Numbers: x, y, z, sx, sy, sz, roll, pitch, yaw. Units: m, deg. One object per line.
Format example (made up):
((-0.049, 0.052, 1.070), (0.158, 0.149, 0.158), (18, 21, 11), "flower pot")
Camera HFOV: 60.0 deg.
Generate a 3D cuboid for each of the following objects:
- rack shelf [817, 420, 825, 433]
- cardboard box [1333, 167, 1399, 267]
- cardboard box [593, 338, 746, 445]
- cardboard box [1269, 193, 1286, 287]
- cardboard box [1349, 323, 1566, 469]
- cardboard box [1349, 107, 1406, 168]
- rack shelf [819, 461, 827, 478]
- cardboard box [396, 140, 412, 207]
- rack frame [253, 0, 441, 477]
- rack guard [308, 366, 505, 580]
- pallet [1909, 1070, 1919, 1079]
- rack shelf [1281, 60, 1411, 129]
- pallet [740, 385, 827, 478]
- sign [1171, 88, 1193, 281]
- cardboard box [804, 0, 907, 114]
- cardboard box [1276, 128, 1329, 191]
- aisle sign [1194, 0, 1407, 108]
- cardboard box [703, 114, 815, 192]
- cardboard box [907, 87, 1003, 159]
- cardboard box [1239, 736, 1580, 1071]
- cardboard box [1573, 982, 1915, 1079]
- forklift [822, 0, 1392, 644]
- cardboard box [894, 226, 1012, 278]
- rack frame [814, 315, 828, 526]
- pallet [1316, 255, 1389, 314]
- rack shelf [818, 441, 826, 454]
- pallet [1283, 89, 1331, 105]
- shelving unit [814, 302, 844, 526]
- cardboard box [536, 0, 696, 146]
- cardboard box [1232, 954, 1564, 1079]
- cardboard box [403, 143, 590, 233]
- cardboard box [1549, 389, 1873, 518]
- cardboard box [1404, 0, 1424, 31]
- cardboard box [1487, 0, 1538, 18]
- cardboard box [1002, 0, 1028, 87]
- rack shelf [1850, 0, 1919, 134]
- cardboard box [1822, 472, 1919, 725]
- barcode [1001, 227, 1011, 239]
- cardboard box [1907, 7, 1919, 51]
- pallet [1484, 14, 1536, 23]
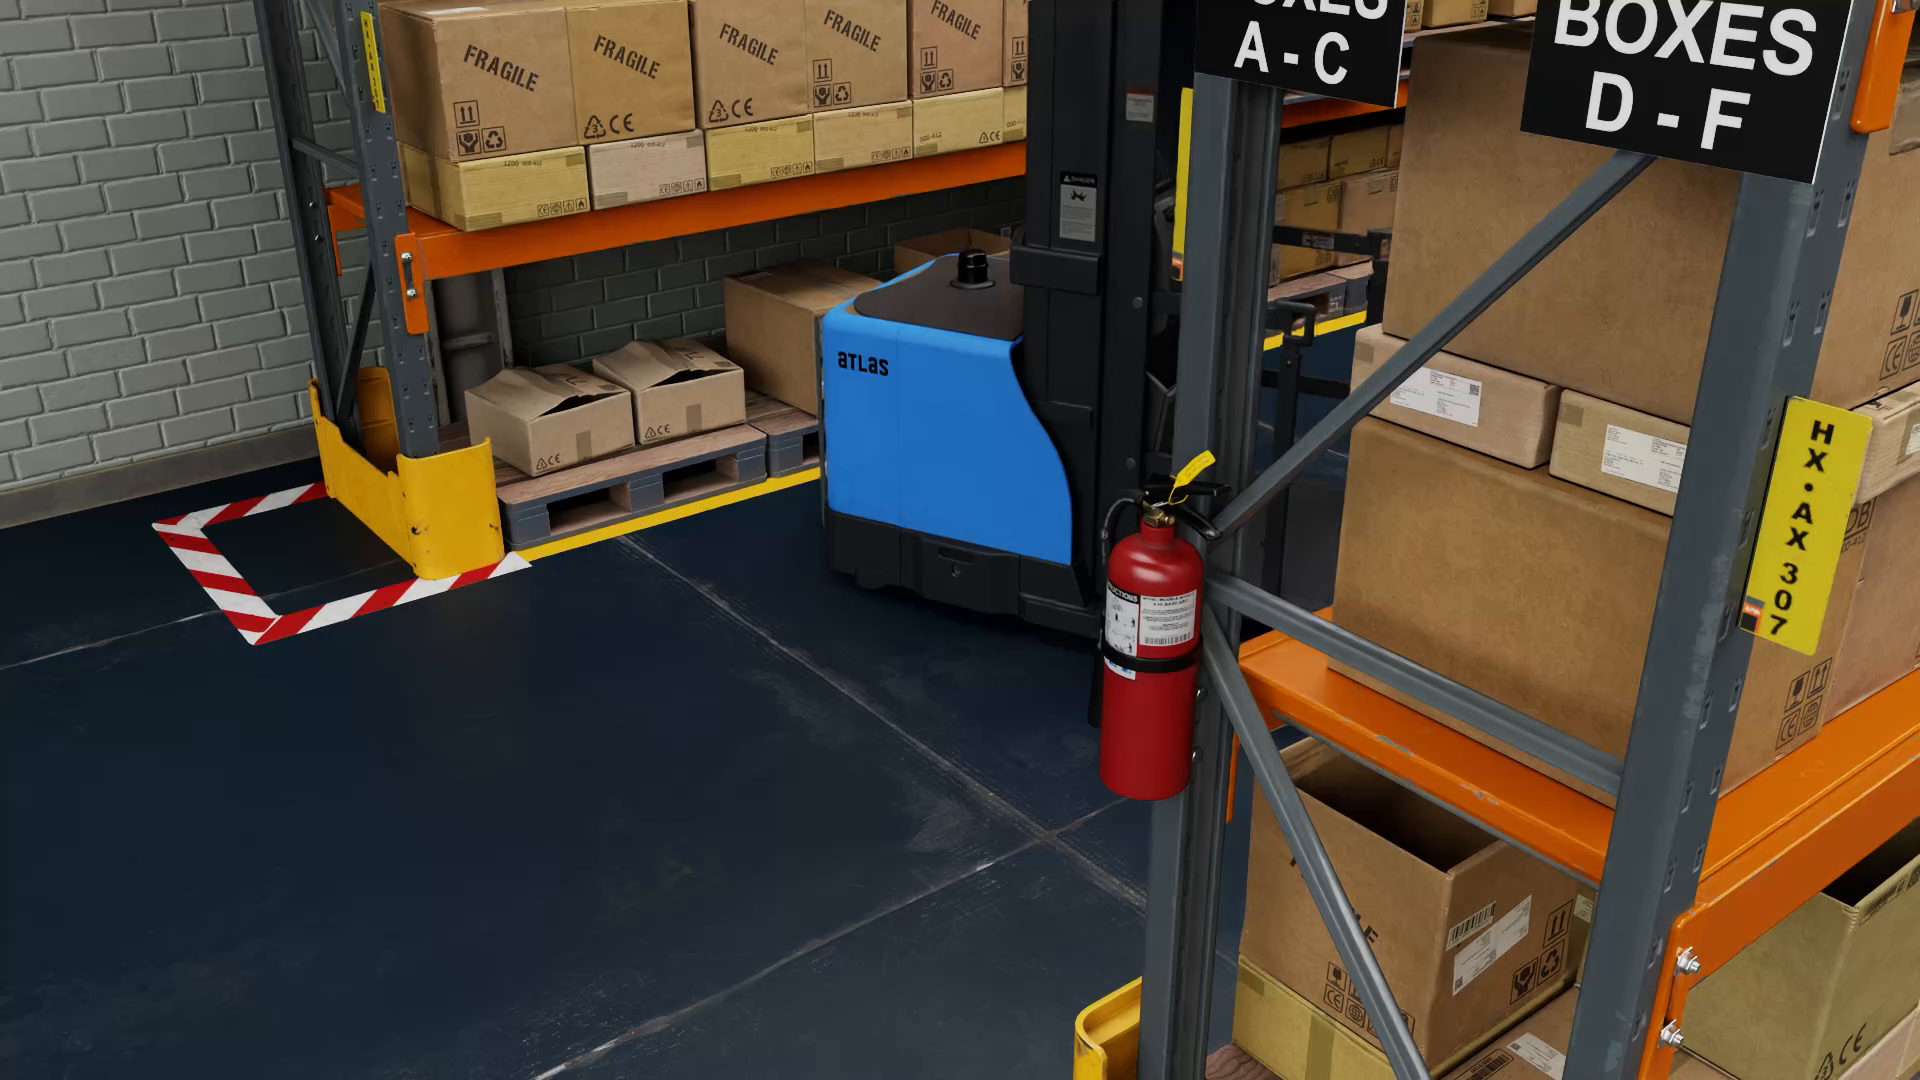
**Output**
((-0.415, -0.453, 6.734), (0.258, 0.077, 0.200), (13, 28, 26), "rack shelf")
((2.184, -1.984, 9.908), (0.500, 0.500, 0.700), (-18, 30, -33), "cardboard box")
((-1.286, -0.690, 7.345), (0.500, 0.311, 0.500), (-15, 29, -30), "cardboard box")
((1.382, -1.714, 9.326), (0.500, 0.500, 0.700), (-17, 30, -32), "cardboard box")
((0.908, -0.274, 2.888), (0.250, 0.149, 0.380), (-19, 31, -35), "cardboard box")
((2.537, -2.429, 9.977), (0.500, 0.250, 0.500), (-18, 31, -34), "cardboard box")
((-0.414, -0.289, 6.810), (0.258, 0.077, 0.200), (13, 28, 26), "rack shelf")
((-2.086, -1.539, 6.657), (0.500, 0.250, 0.500), (-18, 30, -33), "cardboard box")
((-2.335, -1.412, 6.229), (0.127, 3.000, 1.000), (-18, 31, -34), "rack frame")
((-2.275, -0.298, 6.798), (0.348, 0.500, 1.175), (-18, 31, -34), "rack guard")
((2.260, 0.965, 4.420), (1.213, 0.211, 1.003), (-18, 31, -34), "pallet")
((2.387, -2.644, 9.739), (4.000, 0.370, 1.077), (-18, 31, -34), "rack shelf")
((-0.654, -0.681, 7.968), (1.213, 0.211, 1.003), (-18, 31, -34), "pallet")
((0.401, -0.588, 2.797), (0.005, 0.325, 0.100), (-18, 31, -34), "sign")
((-0.569, -2.113, 7.003), (0.500, 0.500, 0.500), (-17, 30, -32), "cardboard box")
((1.726, -2.169, 9.417), (0.500, 0.250, 0.500), (-19, 31, -35), "cardboard box")
((0.492, -1.031, 2.321), (0.004, 0.787, 0.394), (-18, 31, -34), "aisle sign")
((-0.950, -1.645, 6.885), (0.500, 0.250, 0.500), (-19, 31, -35), "cardboard box")
((-0.156, -1.906, 7.449), (0.500, 0.250, 0.500), (-18, 31, -34), "cardboard box")
((0.963, 0.707, 3.541), (0.500, 0.500, 0.500), (-18, 31, -34), "cardboard box")
((1.675, 1.088, 3.610), (0.500, 0.250, 0.500), (-18, 31, -34), "cardboard box")
((1.028, -1.055, 5.541), (3.031, 2.935, 1.130), (13, 28, 26), "forklift")
((0.021, -1.234, 8.292), (0.500, 0.500, 0.500), (-21, 32, -38), "cardboard box")
((-0.463, -0.445, 6.639), (0.240, 0.900, 0.006), (13, 28, 26), "rack frame")
((2.385, -1.708, 10.179), (1.213, 0.211, 1.003), (-18, 31, -34), "pallet")
((-0.414, -0.371, 6.772), (0.258, 0.077, 0.200), (13, 28, 26), "rack shelf")
((1.504, -2.514, 8.833), (1.213, 0.211, 1.003), (-18, 31, -34), "pallet")
((-0.415, -0.483, 6.720), (0.258, 0.900, 0.210), (13, 28, 26), "shelving unit")
((-1.378, -1.843, 6.421), (0.500, 0.500, 0.500), (-18, 30, -34), "cardboard box")
((0.965, 1.048, 3.697), (0.500, 0.250, 0.500), (-18, 31, -34), "cardboard box")
((-1.755, -1.375, 6.303), (0.500, 0.250, 0.500), (-19, 31, -35), "cardboard box")
((1.167, -0.142, 2.604), (0.250, 0.149, 0.380), (-19, 31, -34), "cardboard box")
((2.178, -3.141, 9.314), (0.500, 0.500, 0.700), (-14, 28, -27), "cardboard box")
((3.174, -3.456, 9.991), (0.500, 0.500, 0.700), (-22, 33, -39), "cardboard box")
((0.243, -2.376, 7.569), (0.500, 0.500, 0.500), (-18, 31, -34), "cardboard box")
((2.299, -1.326, 3.335), (4.000, 0.370, 1.077), (-18, 31, -34), "rack shelf")
((1.511, -0.072, 3.224), (0.500, 0.500, 0.700), (-17, 30, -33), "cardboard box")
((0.240, -1.601, 8.704), (0.075, 0.075, 0.001), (-18, 31, -34), "barcode")
((1.552, -0.675, 2.981), (0.500, 0.500, 0.700), (-19, 31, -35), "cardboard box")
((3.466, -3.183, 10.273), (1.003, 0.211, 1.213), (-18, 31, -34), "pallet")
